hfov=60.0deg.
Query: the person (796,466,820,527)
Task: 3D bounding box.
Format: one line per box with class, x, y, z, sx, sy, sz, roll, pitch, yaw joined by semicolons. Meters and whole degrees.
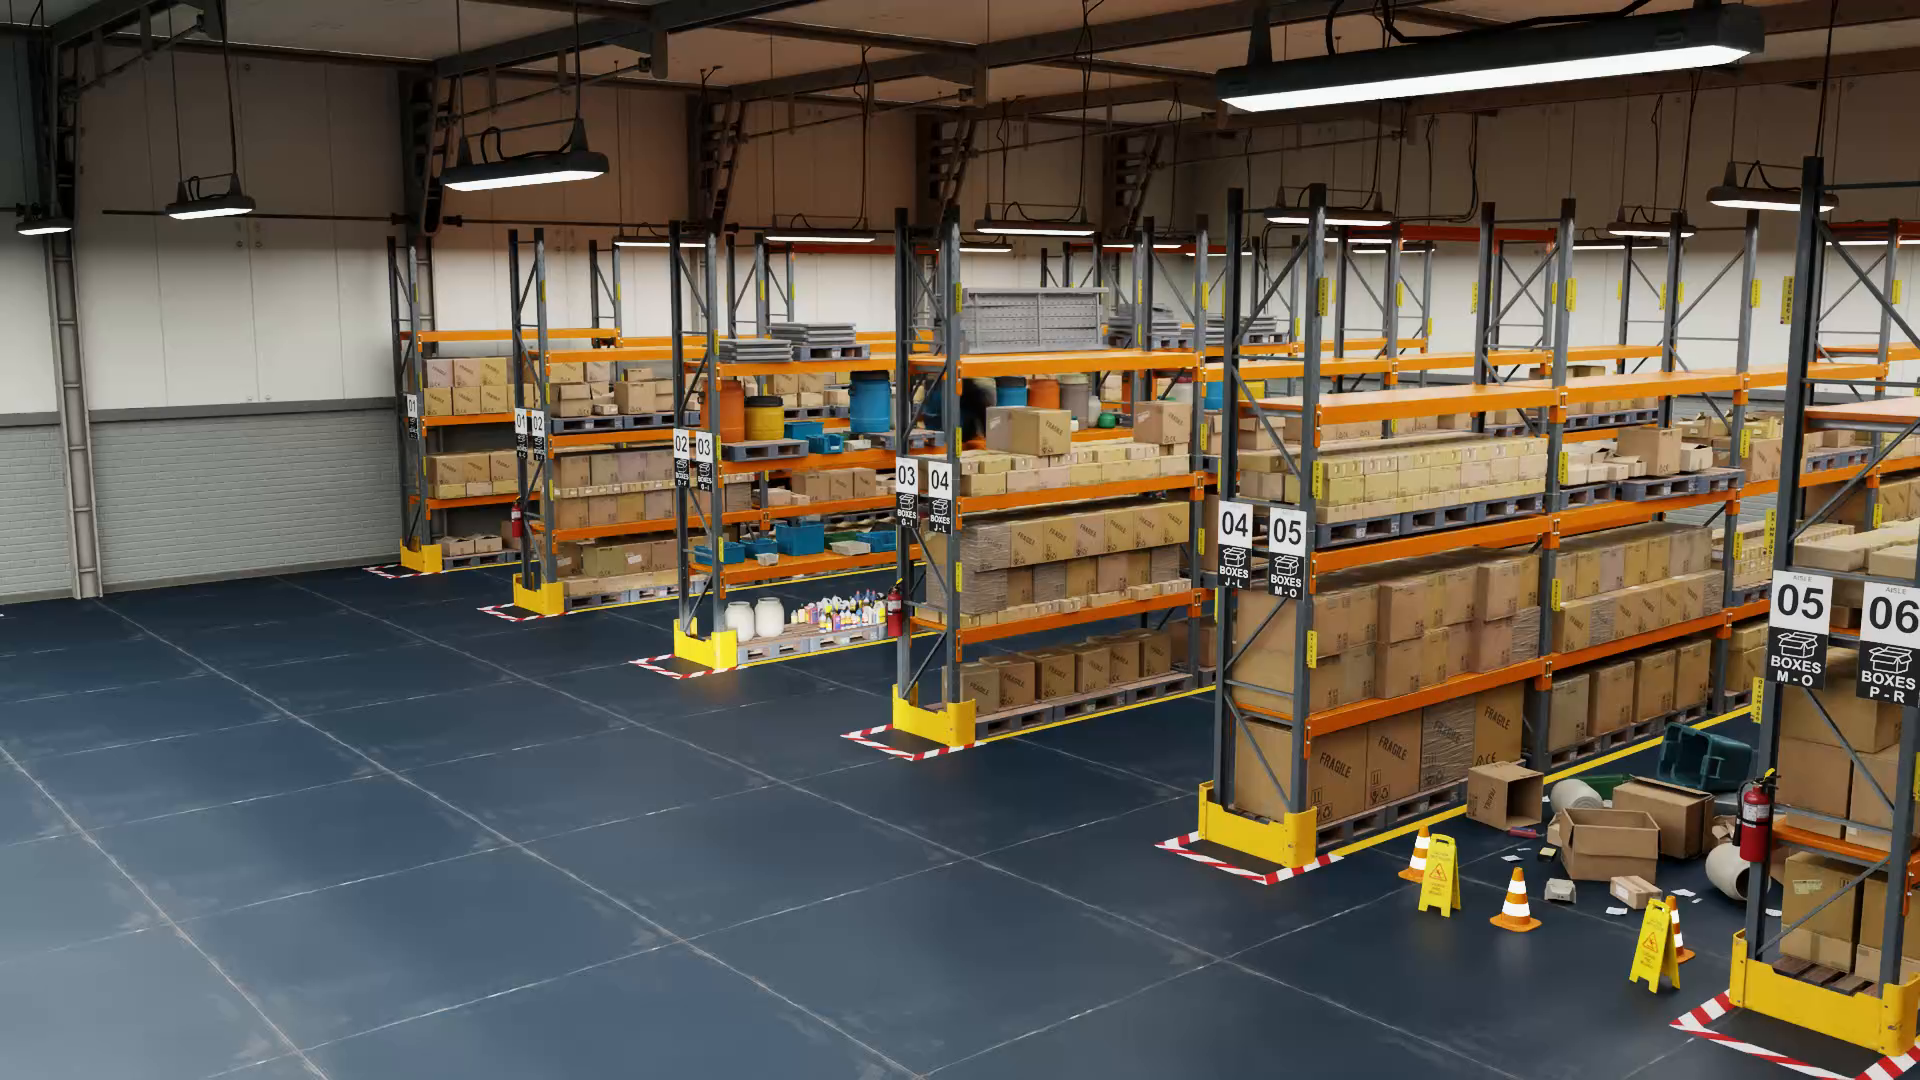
person;-2.836;-0.501;31.997;0.711;1.573;0.899;9;12;44
